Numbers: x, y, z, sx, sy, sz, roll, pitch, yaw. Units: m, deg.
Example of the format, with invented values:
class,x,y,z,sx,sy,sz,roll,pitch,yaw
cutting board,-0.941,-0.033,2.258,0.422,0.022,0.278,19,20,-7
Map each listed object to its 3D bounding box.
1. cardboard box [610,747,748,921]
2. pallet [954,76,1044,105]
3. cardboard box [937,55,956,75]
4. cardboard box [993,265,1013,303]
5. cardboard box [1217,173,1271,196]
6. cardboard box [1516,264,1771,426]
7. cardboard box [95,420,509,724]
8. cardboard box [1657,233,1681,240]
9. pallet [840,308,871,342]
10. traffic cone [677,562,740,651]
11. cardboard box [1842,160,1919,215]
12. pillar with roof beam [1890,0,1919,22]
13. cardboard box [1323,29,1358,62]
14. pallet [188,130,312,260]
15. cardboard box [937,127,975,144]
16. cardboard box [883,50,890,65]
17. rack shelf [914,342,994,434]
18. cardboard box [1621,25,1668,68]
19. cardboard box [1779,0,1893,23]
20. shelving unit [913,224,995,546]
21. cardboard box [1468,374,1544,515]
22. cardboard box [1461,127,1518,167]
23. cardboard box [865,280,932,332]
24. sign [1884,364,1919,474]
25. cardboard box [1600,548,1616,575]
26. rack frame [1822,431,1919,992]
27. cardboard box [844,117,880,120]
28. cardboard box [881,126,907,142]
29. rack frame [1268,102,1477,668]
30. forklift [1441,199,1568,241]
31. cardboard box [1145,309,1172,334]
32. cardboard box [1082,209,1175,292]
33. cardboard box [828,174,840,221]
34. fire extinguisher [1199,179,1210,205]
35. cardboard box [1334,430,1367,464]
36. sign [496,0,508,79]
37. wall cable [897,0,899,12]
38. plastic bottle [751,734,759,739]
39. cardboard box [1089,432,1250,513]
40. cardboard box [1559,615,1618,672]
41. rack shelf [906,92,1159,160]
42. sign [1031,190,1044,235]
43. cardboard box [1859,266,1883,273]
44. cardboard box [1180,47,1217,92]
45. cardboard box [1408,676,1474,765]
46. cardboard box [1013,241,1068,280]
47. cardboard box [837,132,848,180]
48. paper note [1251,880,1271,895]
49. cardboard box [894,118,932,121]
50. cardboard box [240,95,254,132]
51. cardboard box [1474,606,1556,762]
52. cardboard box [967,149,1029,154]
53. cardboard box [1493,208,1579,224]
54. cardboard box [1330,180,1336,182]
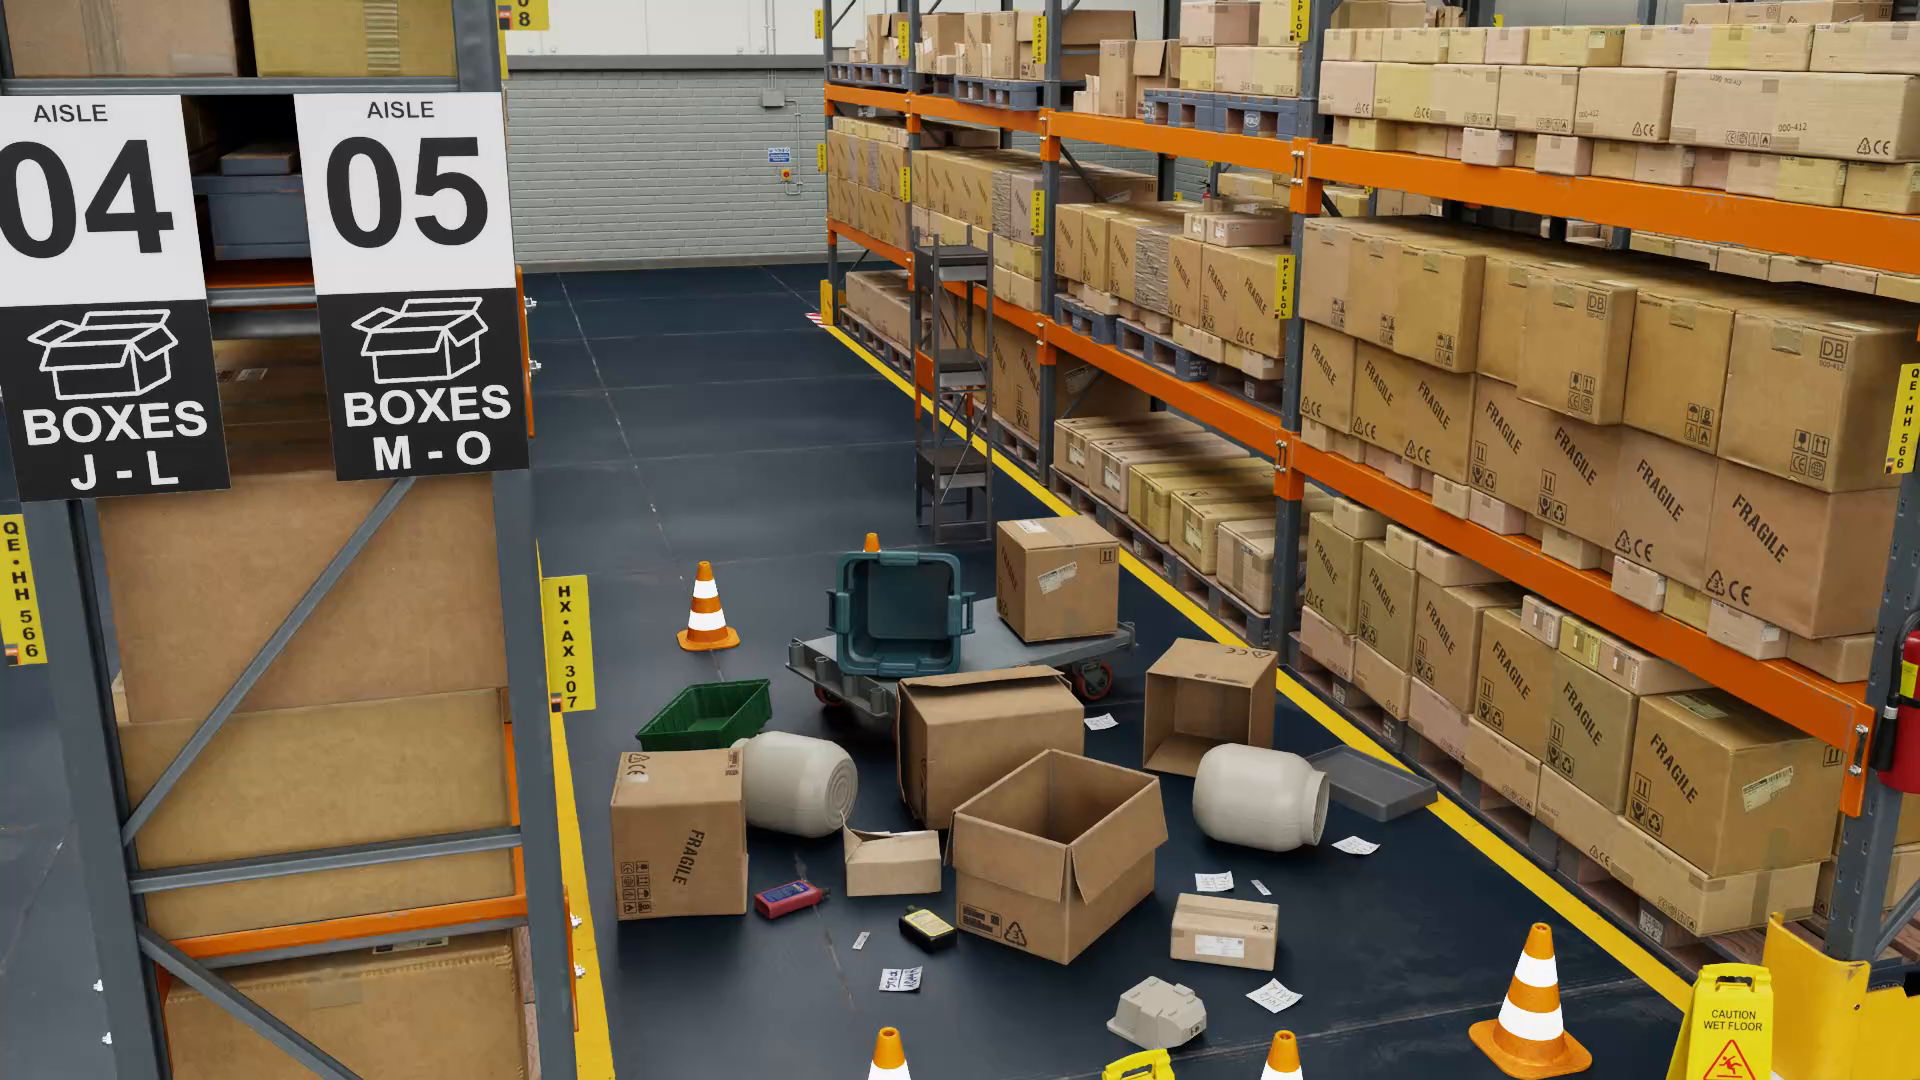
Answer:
class,x,y,z,sx,sy,sz,roll,pitch,yaw
cardboard box,-1.115,1.172,6.678,0.500,0.500,0.500,-2,17,-6
pallet,0.566,-3.727,13.761,1.003,0.211,1.213,-4,17,-13
cardboard box,0.016,-4.153,14.526,0.380,0.166,0.250,-6,18,-19
cardboard box,0.560,-2.086,13.443,0.500,0.250,0.500,-4,17,-14
cardboard box,3.543,-4.429,20.725,0.500,0.250,0.500,-5,17,-15
cardboard box,2.582,-0.752,6.313,0.700,0.500,0.500,-5,17,-16
cardboard box,-1.494,0.039,3.970,0.875,0.550,0.550,-5,17,-15
cardboard box,5.755,-2.465,13.144,0.380,0.149,0.250,-4,17,-14
pallet,-0.799,-2.561,19.610,1.003,0.211,1.213,-5,17,-15
traffic cone,-1.445,0.352,9.476,0.336,0.463,0.334,-5,17,-15
cardboard box,2.936,-1.078,5.051,0.380,0.149,0.250,-5,17,-15
pillar with roof beam,2.962,-4.535,10.908,9.100,9.000,0.400,-5,17,-15
cardboard box,1.976,-2.377,7.988,0.380,0.149,0.250,-5,17,-16
pallet,-1.643,-0.865,4.057,1.003,0.211,1.213,-5,17,-15
cardboard box,-0.029,-4.087,16.805,0.380,0.149,0.250,-5,17,-16
cardboard box,-0.551,-4.795,16.518,0.380,0.149,0.250,-4,17,-14
rack shelf,-0.045,-1.038,11.306,0.431,0.518,0.480,-5,17,-15
cardboard box,2.677,-1.814,6.115,0.380,0.149,0.250,-5,17,-17
cardboard box,6.120,-3.524,11.678,0.500,0.500,0.500,-4,17,-14
shelving unit,-0.045,-1.051,11.302,0.431,2.100,0.503,-5,17,-15
cardboard box,2.500,-0.423,6.957,0.500,0.500,0.500,-4,17,-15
cardboard box,2.323,-1.639,6.917,0.380,0.149,0.250,-5,17,-16
cardboard box,-0.557,-2.658,18.811,0.875,0.438,0.875,-4,17,-14
sign,2.764,-0.353,4.851,0.100,0.325,0.005,-5,17,-15
cardboard box,2.733,0.064,6.463,0.380,0.149,0.250,-4,17,-14
rack frame,3.303,0.315,5.191,1.000,3.000,0.127,-5,17,-15
cardboard box,-1.122,-4.762,19.051,0.380,0.149,0.250,-4,17,-14
cardboard box,-0.603,-4.188,17.142,0.380,0.149,0.250,-5,17,-16
rack frame,2.204,-0.792,8.874,1.000,3.000,0.127,-5,17,-15
forklift,4.386,-1.817,12.408,1.130,2.935,3.031,-14,22,-39
cardboard box,1.412,-1.424,10.684,0.380,0.149,0.250,-4,17,-14
cardboard box,1.155,-2.003,11.487,0.500,0.500,0.500,-4,17,-12
cardboard box,-1.238,-4.004,19.393,0.500,0.500,0.500,-5,17,-16
fire extinguisher,3.192,-4.293,21.313,0.296,0.674,0.183,-5,17,-15
cardboard box,2.101,-0.493,8.317,0.380,0.149,0.250,-4,17,-14
sign,-1.995,-2.139,7.109,0.100,0.325,0.005,-5,17,-15
wall cable,0.484,-8.822,25.114,2.988,3.039,0.133,-5,17,-15
plastic bottle,-1.001,0.992,8.044,0.283,0.061,0.133,16,23,42
cardboard box,1.461,-0.480,11.675,0.950,0.372,0.625,-5,17,-16
cardboard box,2.600,0.393,6.547,0.380,0.149,0.250,-4,17,-14
rack shelf,0.555,-3.544,14.071,1.077,0.370,4.000,-5,17,-15
sign,0.572,-2.408,12.242,0.100,0.325,0.005,-5,17,-15
cardboard box,6.351,-1.902,11.270,0.380,0.149,0.250,-5,17,-17
cardboard box,1.630,-2.789,9.841,0.500,0.250,0.500,-4,17,-15
cardboard box,2.412,0.802,7.619,0.500,0.250,0.500,-5,17,-16
cardboard box,0.727,-2.180,12.887,0.500,0.250,0.500,-5,17,-15
cardboard box,-1.087,-4.340,18.775,0.500,0.500,0.500,-5,17,-17
paper note,1.220,1.409,6.744,0.032,0.001,0.123,-5,17,-15
cardboard box,-0.529,-4.659,18.710,0.380,0.149,0.250,-4,17,-14
cardboard box,-2.126,-1.178,4.479,0.380,0.149,0.250,-5,17,-16
cardboard box,2.553,0.586,7.034,0.500,0.500,0.500,-5,17,-17
cardboard box,0.369,-3.428,15.738,0.500,0.500,0.500,-4,17,-13
cardboard box,5.249,-2.979,15.247,0.797,0.503,0.637,-5,17,-17
cardboard box,4.331,-4.189,19.927,0.500,0.250,0.500,-4,17,-14
